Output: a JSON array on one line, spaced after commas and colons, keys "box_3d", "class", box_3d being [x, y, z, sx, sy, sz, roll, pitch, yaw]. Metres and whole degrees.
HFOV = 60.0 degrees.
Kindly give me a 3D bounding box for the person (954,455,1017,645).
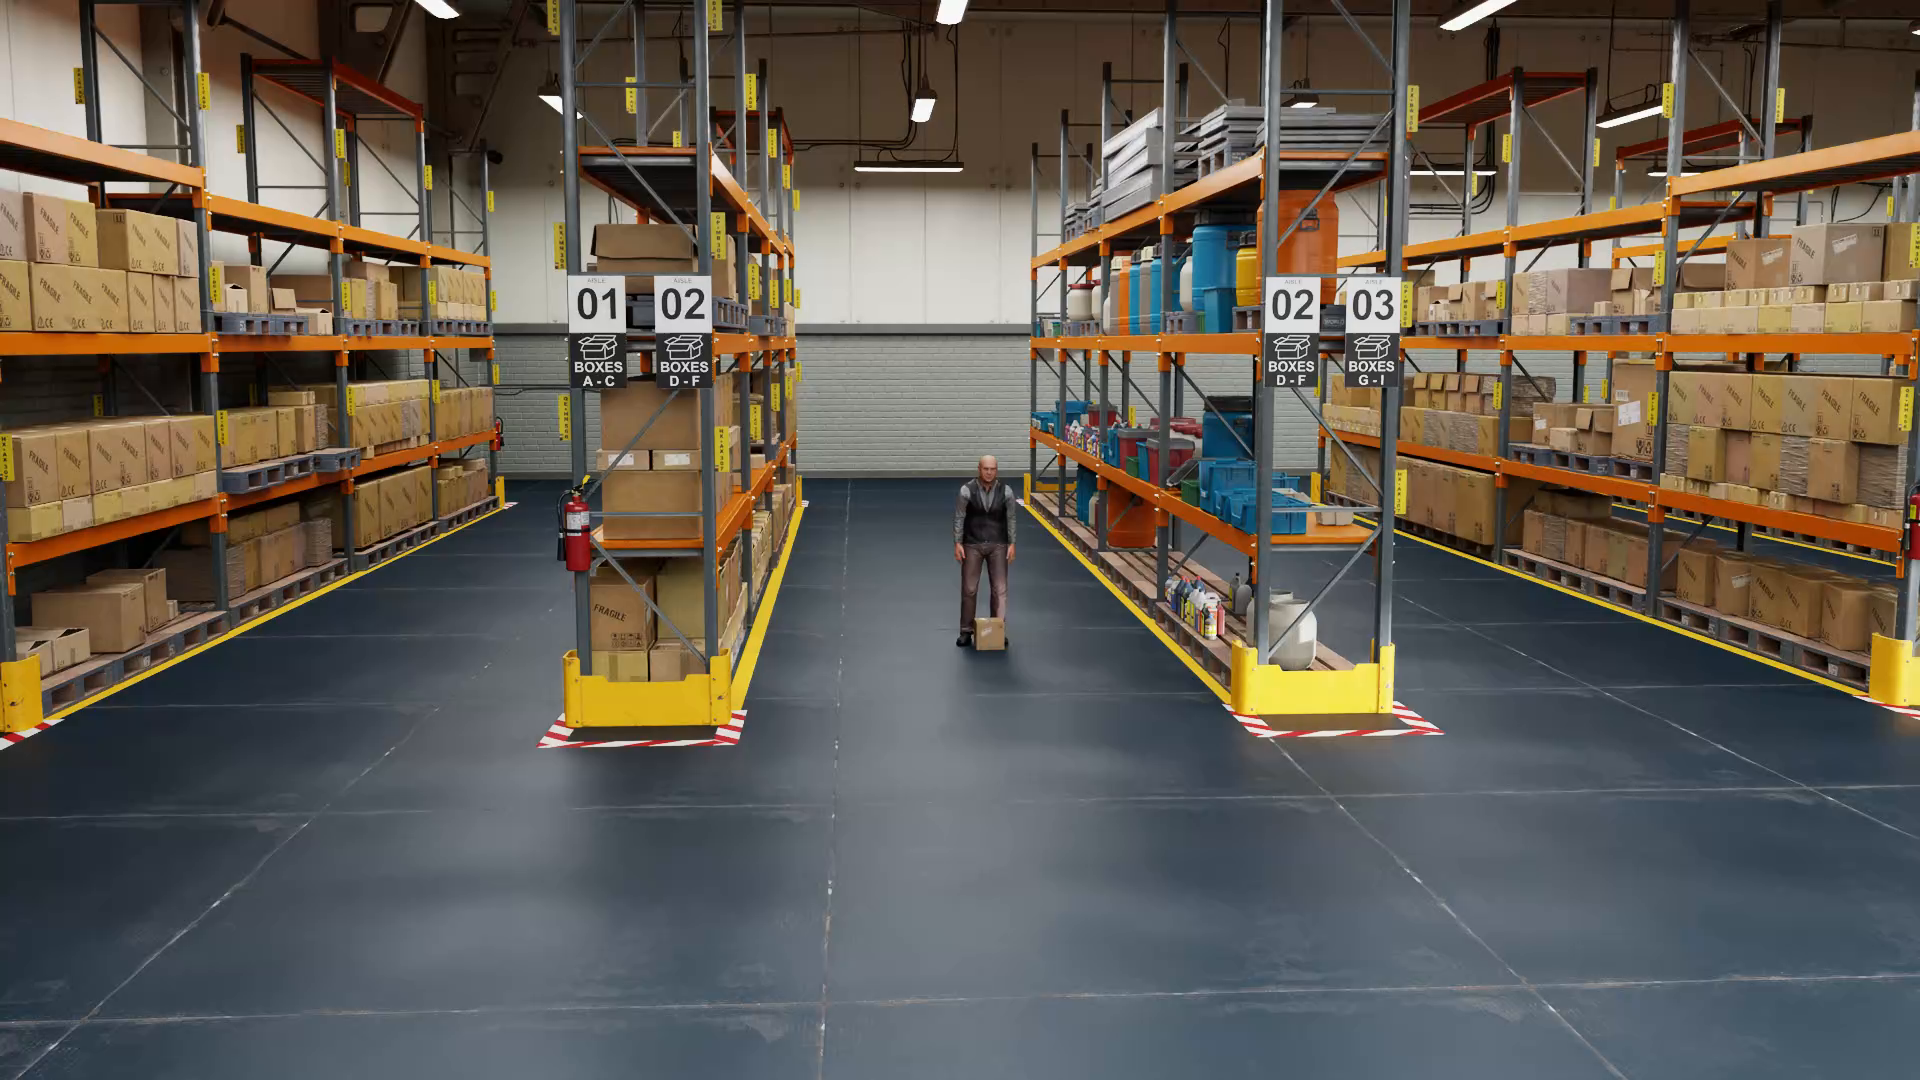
[{"box_3d": [0.228, 0.080, 15.171, 0.579, 1.720, 0.420, -1, 7, -5], "class": "person"}]
